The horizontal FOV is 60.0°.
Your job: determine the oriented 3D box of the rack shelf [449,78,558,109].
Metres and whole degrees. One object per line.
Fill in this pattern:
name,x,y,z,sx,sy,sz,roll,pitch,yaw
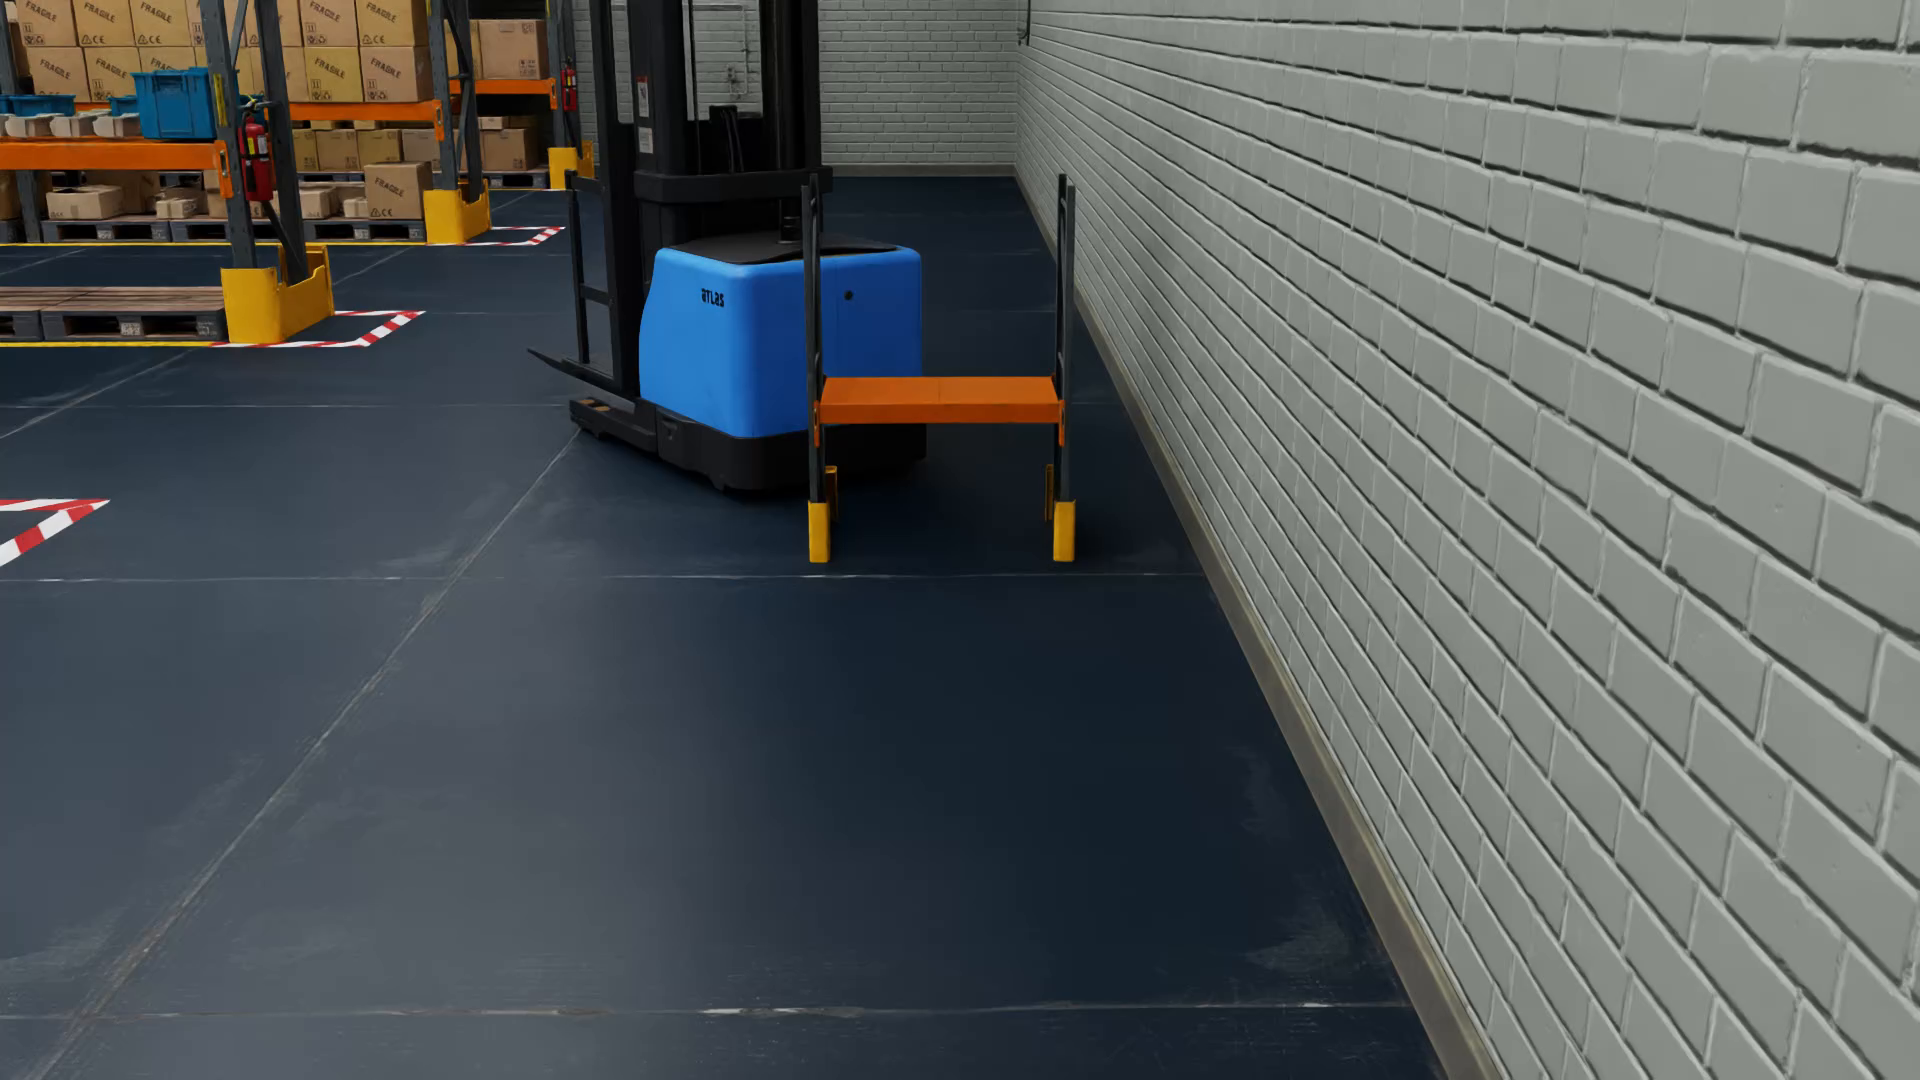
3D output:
rack shelf,-6.934,-5.592,20.746,4.000,0.370,1.077,0,18,-1

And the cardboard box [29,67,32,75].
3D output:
cardboard box,-11.314,-5.741,20.412,0.250,0.149,0.380,0,18,0

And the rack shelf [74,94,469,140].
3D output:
rack shelf,-6.852,-4.079,16.030,4.000,0.370,1.077,0,18,-1

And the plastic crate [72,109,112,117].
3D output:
plastic crate,-6.030,-2.941,11.639,0.298,0.136,0.250,0,18,-1

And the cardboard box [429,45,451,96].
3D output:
cardboard box,-5.300,-4.557,16.179,0.500,0.500,0.500,0,18,0

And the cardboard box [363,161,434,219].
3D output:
cardboard box,-5.392,-3.373,16.022,0.500,0.500,0.500,0,18,-1

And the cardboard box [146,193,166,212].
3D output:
cardboard box,-7.912,-3.373,16.600,0.250,0.149,0.380,0,18,-1

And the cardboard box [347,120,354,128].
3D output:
cardboard box,-7.542,-5.280,20.940,0.250,0.149,0.380,-1,18,-3

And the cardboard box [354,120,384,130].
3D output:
cardboard box,-7.317,-5.164,20.578,0.250,0.149,0.380,-1,18,-2

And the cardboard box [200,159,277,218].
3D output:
cardboard box,-6.973,-3.443,16.237,0.637,0.503,0.797,0,18,-1

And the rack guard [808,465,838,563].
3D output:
rack guard,-0.574,-0.116,7.001,0.087,0.250,0.587,0,18,-1

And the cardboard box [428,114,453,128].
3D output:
cardboard box,-6.522,-5.285,20.956,0.250,0.149,0.380,0,18,0

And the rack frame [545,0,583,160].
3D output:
rack frame,-4.934,-5.944,20.667,0.127,3.000,1.000,0,18,-1

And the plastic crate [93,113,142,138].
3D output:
plastic crate,-5.590,-2.762,11.081,0.243,0.136,0.396,0,18,-1

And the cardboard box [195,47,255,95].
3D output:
cardboard box,-6.817,-4.387,15.648,0.500,0.500,0.500,-1,18,-2

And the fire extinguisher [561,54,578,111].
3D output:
fire extinguisher,-4.776,-5.589,20.298,0.183,0.674,0.296,0,18,-1

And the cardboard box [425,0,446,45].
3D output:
cardboard box,-5.300,-5.033,16.027,0.500,0.500,0.500,0,18,1

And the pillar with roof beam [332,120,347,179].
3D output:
pillar with roof beam,-8.179,-7.734,16.425,0.400,9.000,9.100,0,18,-1

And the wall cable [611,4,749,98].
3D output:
wall cable,-3.669,-6.723,21.431,1.851,1.984,0.084,0,18,-1

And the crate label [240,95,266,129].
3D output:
crate label,-5.030,-2.967,11.560,0.303,0.233,0.416,0,18,-1

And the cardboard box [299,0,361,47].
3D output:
cardboard box,-5.798,-4.866,15.505,0.500,0.500,0.500,0,18,1

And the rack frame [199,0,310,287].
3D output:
rack frame,-4.778,-2.918,11.234,0.127,3.000,1.000,0,18,-1

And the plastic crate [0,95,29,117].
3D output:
plastic crate,-6.646,-2.959,11.536,0.300,0.233,0.416,0,18,-1

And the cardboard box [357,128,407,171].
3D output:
cardboard box,-7.169,-4.910,20.848,0.500,0.500,0.700,0,18,0

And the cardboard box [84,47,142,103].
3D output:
cardboard box,-7.826,-4.382,15.634,0.500,0.500,0.500,0,18,0

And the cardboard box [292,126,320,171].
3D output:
cardboard box,-8.184,-4.907,20.838,0.500,0.500,0.700,0,18,0

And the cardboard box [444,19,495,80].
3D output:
cardboard box,-6.171,-6.075,20.582,0.700,0.700,0.980,0,18,-1

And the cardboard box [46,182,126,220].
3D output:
cardboard box,-8.428,-3.277,16.034,0.500,0.311,0.500,0,18,-1

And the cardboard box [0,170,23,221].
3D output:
cardboard box,-9.340,-3.341,15.925,0.500,0.500,0.500,0,18,-1

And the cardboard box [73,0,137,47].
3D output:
cardboard box,-7.860,-4.855,15.470,0.500,0.500,0.500,-1,18,-3

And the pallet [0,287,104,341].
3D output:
pallet,-6.820,-1.593,11.669,1.213,0.211,1.003,0,18,-1

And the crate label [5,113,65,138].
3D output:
crate label,-6.158,-2.756,11.063,0.243,0.136,0.396,0,18,-1

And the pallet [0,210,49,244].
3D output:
pallet,-9.664,-3.069,16.268,1.213,0.211,1.003,0,18,-1

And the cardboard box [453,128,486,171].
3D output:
cardboard box,-6.133,-4.917,20.871,0.500,0.500,0.700,0,18,-1

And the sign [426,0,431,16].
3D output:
sign,-4.863,-4.963,15.196,0.005,0.325,0.100,0,18,-1

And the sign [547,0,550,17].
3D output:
sign,-4.939,-6.442,19.937,0.005,0.325,0.100,0,18,-1

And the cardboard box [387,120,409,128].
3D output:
cardboard box,-7.031,-5.283,20.948,0.250,0.149,0.380,-1,18,-2

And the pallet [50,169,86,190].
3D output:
pallet,-10.927,-4.564,20.928,1.213,0.211,1.003,0,18,-1

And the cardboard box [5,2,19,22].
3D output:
cardboard box,-11.438,-6.391,20.149,0.500,0.250,0.500,0,18,0

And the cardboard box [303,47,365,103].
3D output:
cardboard box,-5.814,-4.390,15.658,0.500,0.500,0.500,0,18,0

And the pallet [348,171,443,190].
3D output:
pallet,-6.949,-4.584,20.990,1.213,0.211,1.003,0,18,-1

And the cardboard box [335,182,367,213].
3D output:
cardboard box,-5.900,-3.413,16.558,0.500,0.250,0.500,0,18,-1

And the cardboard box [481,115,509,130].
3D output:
cardboard box,-5.758,-5.172,20.604,0.250,0.149,0.380,0,18,-2

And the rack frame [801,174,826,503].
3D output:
rack frame,-0.594,-0.711,6.810,0.032,1.500,0.500,0,18,-1

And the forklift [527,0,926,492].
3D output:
forklift,-1.426,-2.009,8.511,1.130,2.935,3.031,-12,21,-33

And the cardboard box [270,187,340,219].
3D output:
cardboard box,-6.342,-3.258,16.075,0.500,0.250,0.500,0,18,-1

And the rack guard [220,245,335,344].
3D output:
rack guard,-4.754,-1.732,11.629,0.348,0.500,1.175,0,18,-1

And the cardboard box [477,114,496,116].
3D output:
cardboard box,-6.017,-5.288,20.963,0.250,0.149,0.380,0,18,-1

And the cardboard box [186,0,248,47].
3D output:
cardboard box,-6.830,-4.860,15.485,0.500,0.500,0.500,0,18,1

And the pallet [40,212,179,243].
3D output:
pallet,-8.165,-3.087,16.326,1.213,0.211,1.003,0,18,-1

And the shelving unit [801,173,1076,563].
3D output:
shelving unit,-0.076,-0.714,6.817,1.083,1.500,0.587,0,18,-1

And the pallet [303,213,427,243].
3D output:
pallet,-5.725,-3.099,16.362,1.213,0.211,1.003,0,18,-1
